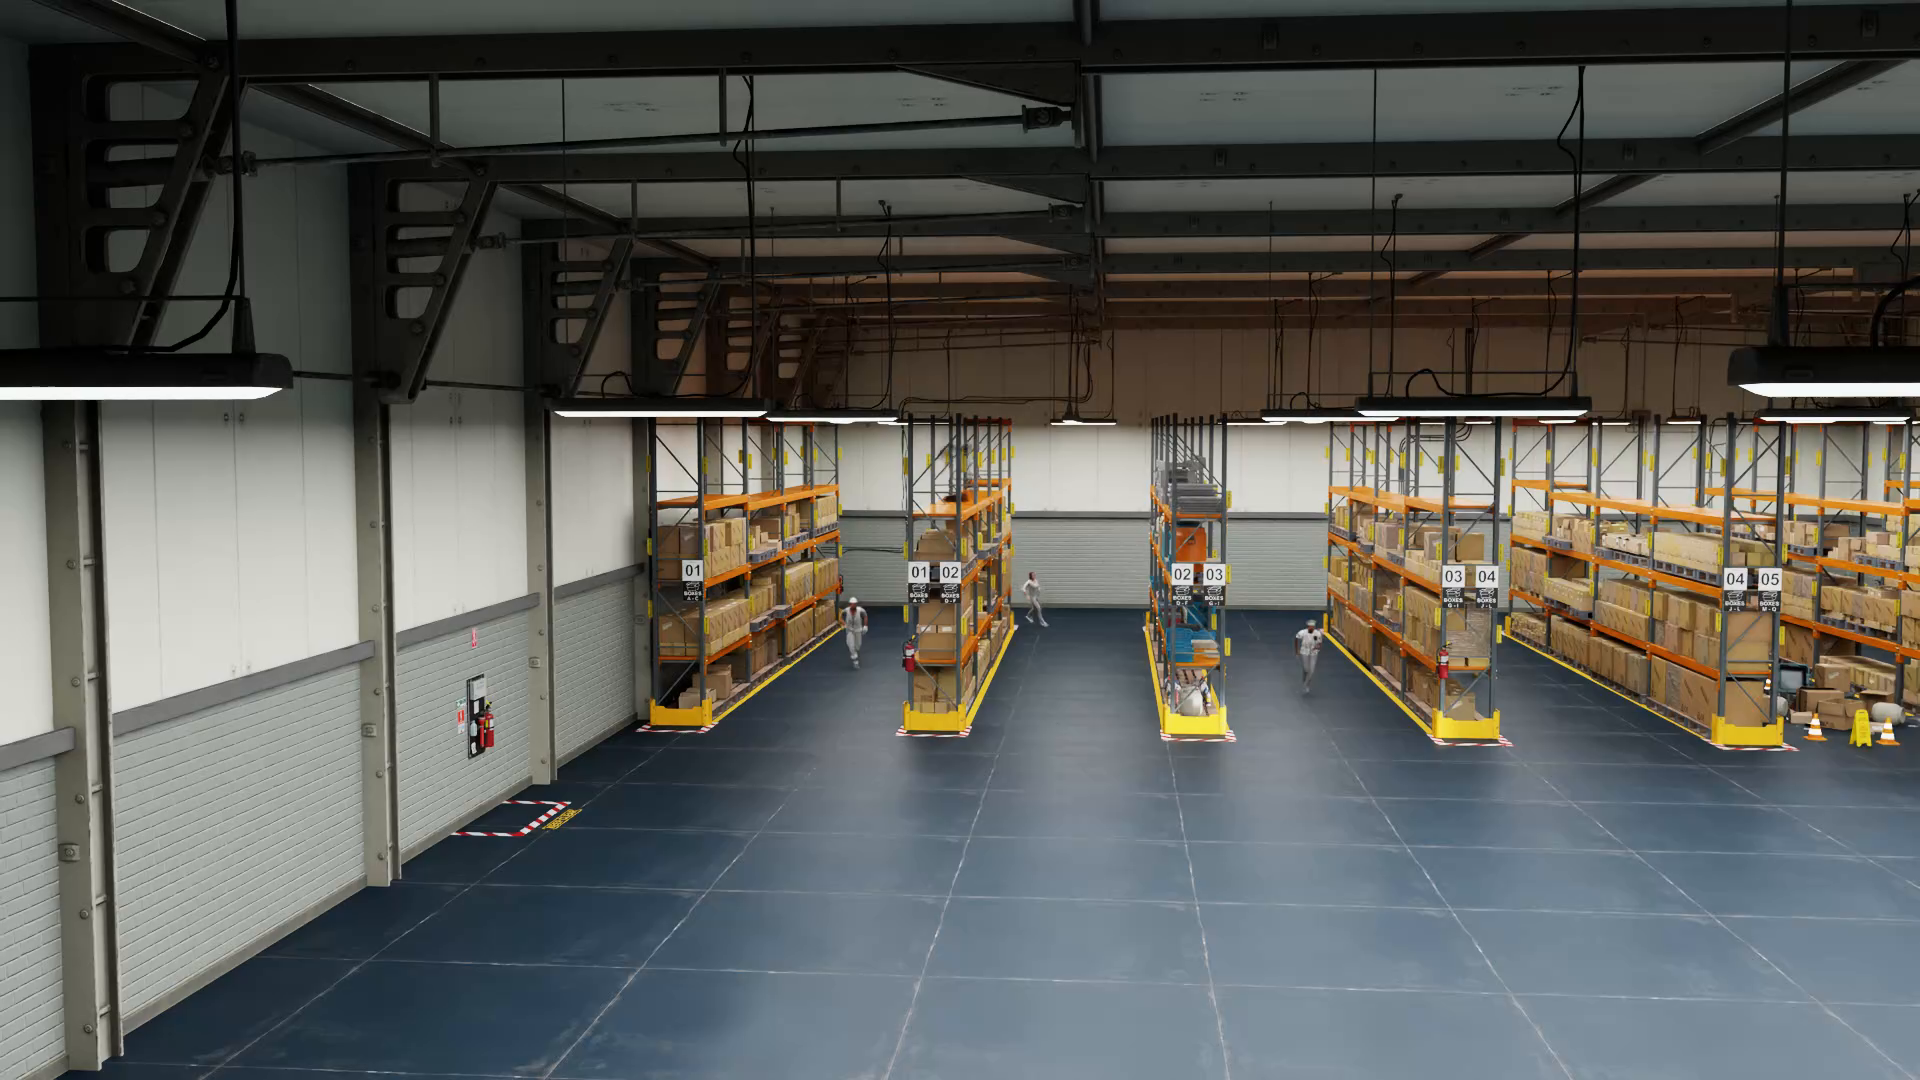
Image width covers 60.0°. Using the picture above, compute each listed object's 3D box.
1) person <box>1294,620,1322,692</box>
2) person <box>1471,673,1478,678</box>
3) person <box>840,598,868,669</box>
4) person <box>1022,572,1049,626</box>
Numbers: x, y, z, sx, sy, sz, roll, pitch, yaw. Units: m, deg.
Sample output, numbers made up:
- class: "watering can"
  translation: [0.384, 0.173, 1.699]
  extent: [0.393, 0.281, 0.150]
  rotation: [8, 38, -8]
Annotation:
- class: "person"
  translation: [7.554, 2.509, 36.010]
  extent: [0.562, 1.614, 0.676]
  rotation: [0, 4, 0]
- class: "person"
  translation: [11.866, 2.283, 38.456]
  extent: [0.711, 1.748, 0.738]
  rotation: [0, 4, -2]
- class: "person"
  translation: [-2.534, 2.212, 39.772]
  extent: [0.655, 1.711, 0.799]
  rotation: [0, 4, 3]
- class: "person"
  translation: [2.137, 1.695, 48.029]
  extent: [0.875, 1.569, 0.606]
  rotation: [3, 5, 42]
